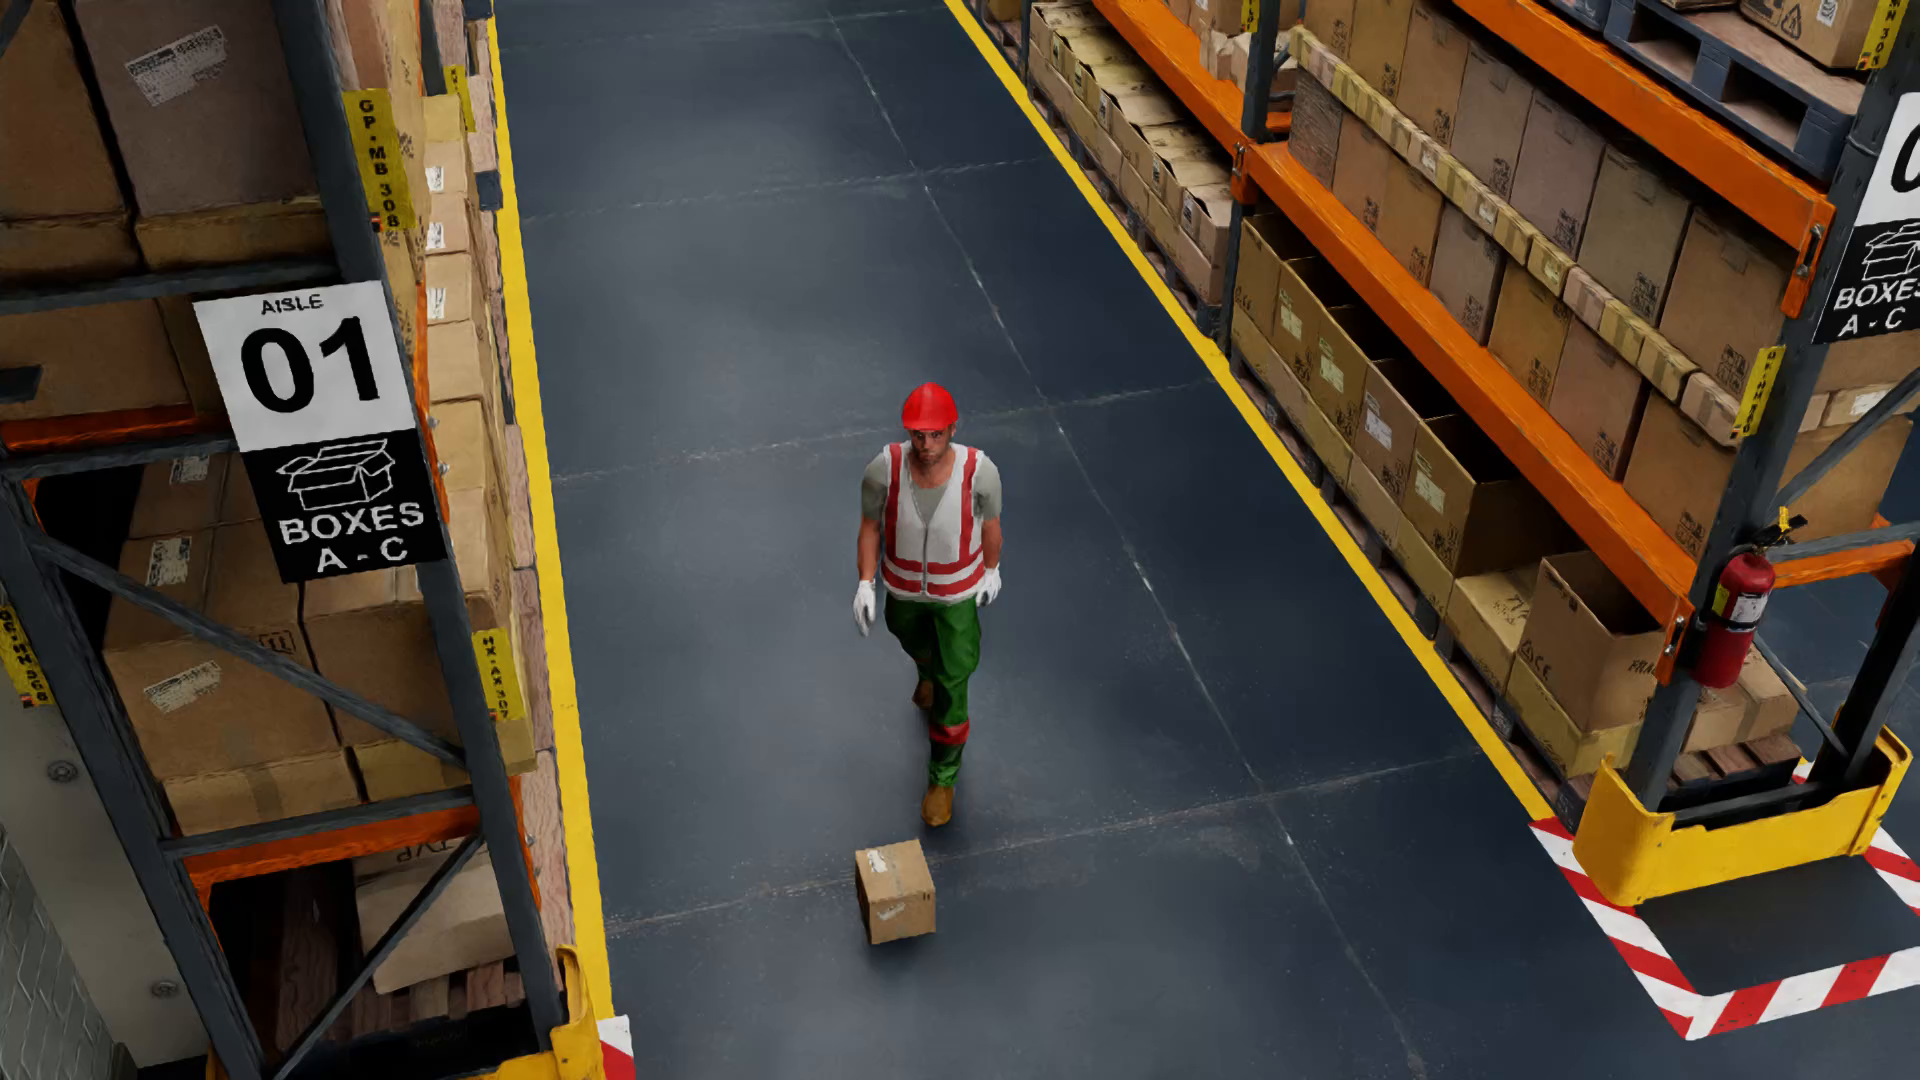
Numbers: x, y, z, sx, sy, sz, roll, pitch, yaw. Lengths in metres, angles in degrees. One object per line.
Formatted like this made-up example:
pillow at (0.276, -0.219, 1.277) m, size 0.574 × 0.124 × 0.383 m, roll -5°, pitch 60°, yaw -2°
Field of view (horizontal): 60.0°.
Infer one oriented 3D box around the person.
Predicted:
person at (-0.135, 0.192, 6.458) m, size 0.537 × 1.759 × 0.948 m, roll 7°, pitch 38°, yaw 9°
